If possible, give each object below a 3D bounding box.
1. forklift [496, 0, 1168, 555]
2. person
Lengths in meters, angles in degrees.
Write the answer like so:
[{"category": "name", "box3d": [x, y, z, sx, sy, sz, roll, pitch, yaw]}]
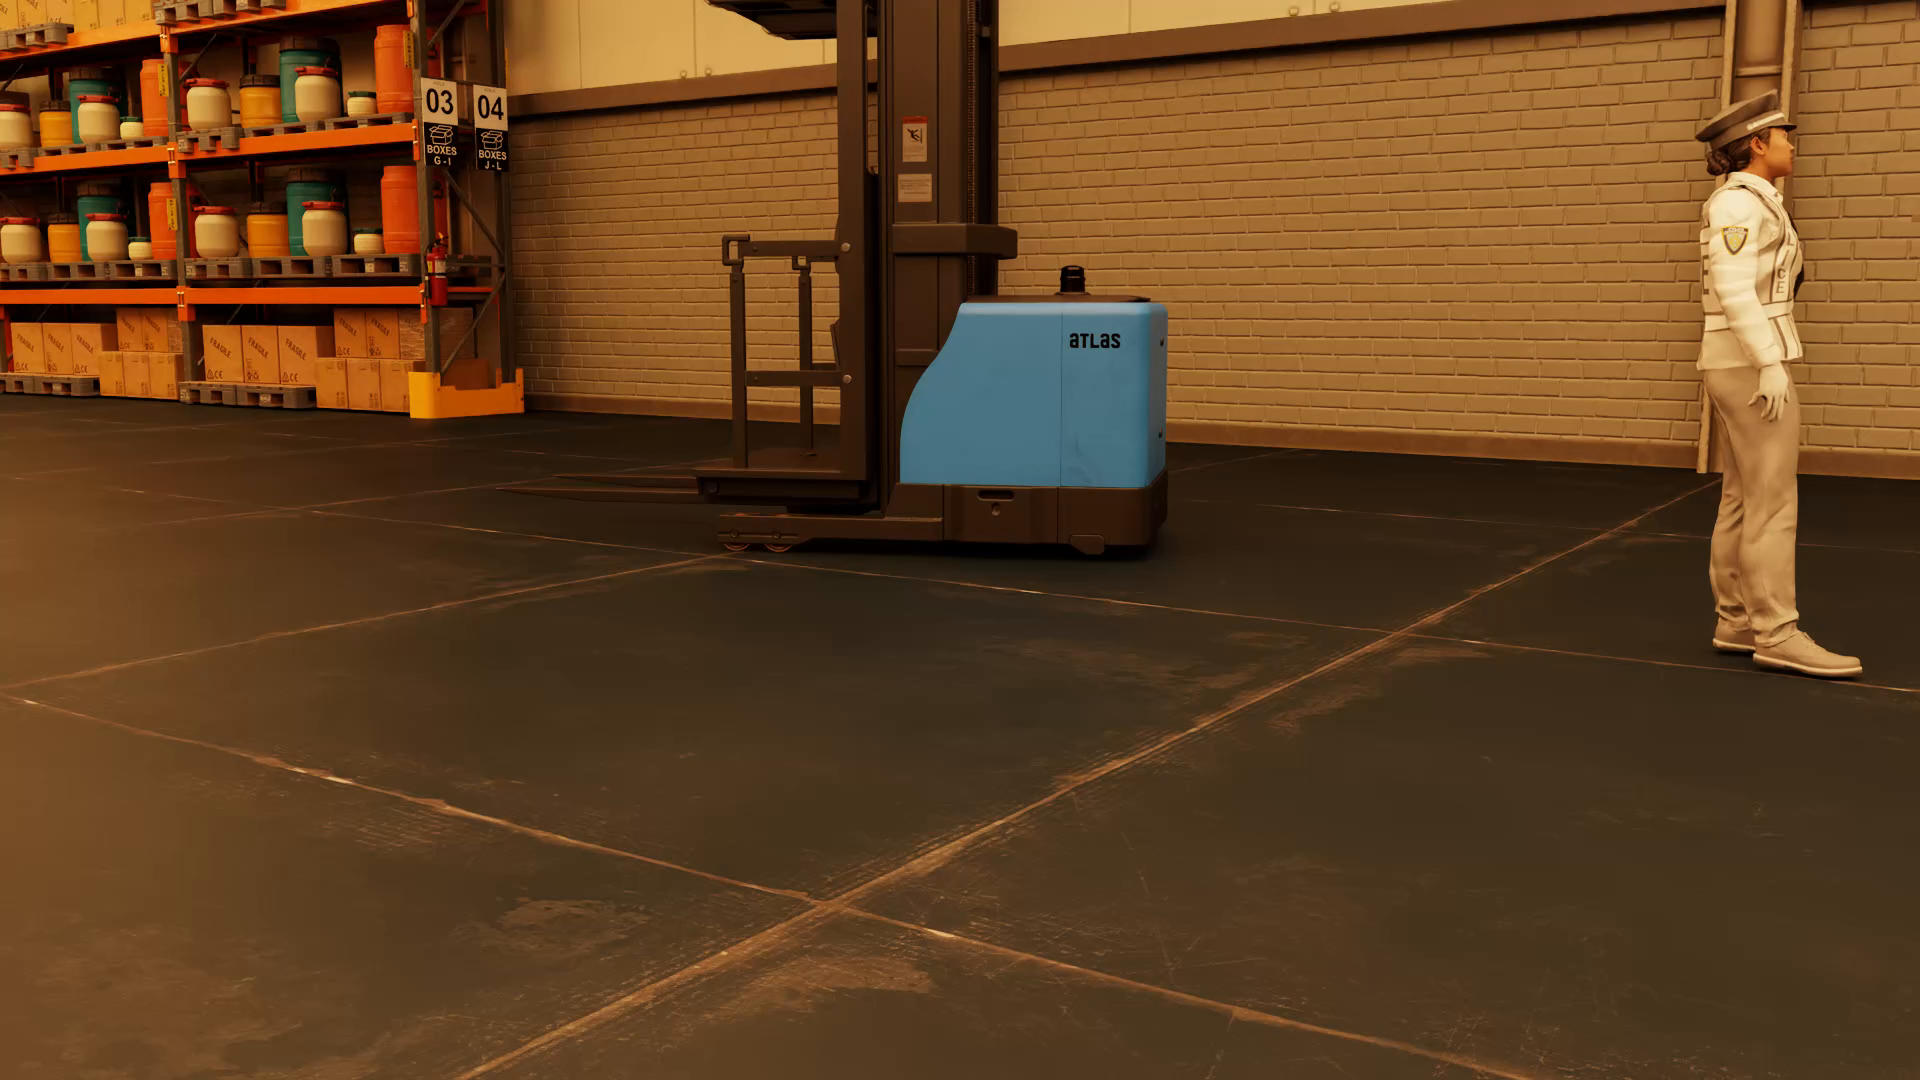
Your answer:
[{"category": "forklift", "box3d": [-0.596, -1.469, 7.520, 3.031, 2.935, 1.130, 2, 8, 12]}, {"category": "person", "box3d": [2.446, -0.490, 4.979, 0.533, 1.695, 0.587, 4, 9, 24]}]
